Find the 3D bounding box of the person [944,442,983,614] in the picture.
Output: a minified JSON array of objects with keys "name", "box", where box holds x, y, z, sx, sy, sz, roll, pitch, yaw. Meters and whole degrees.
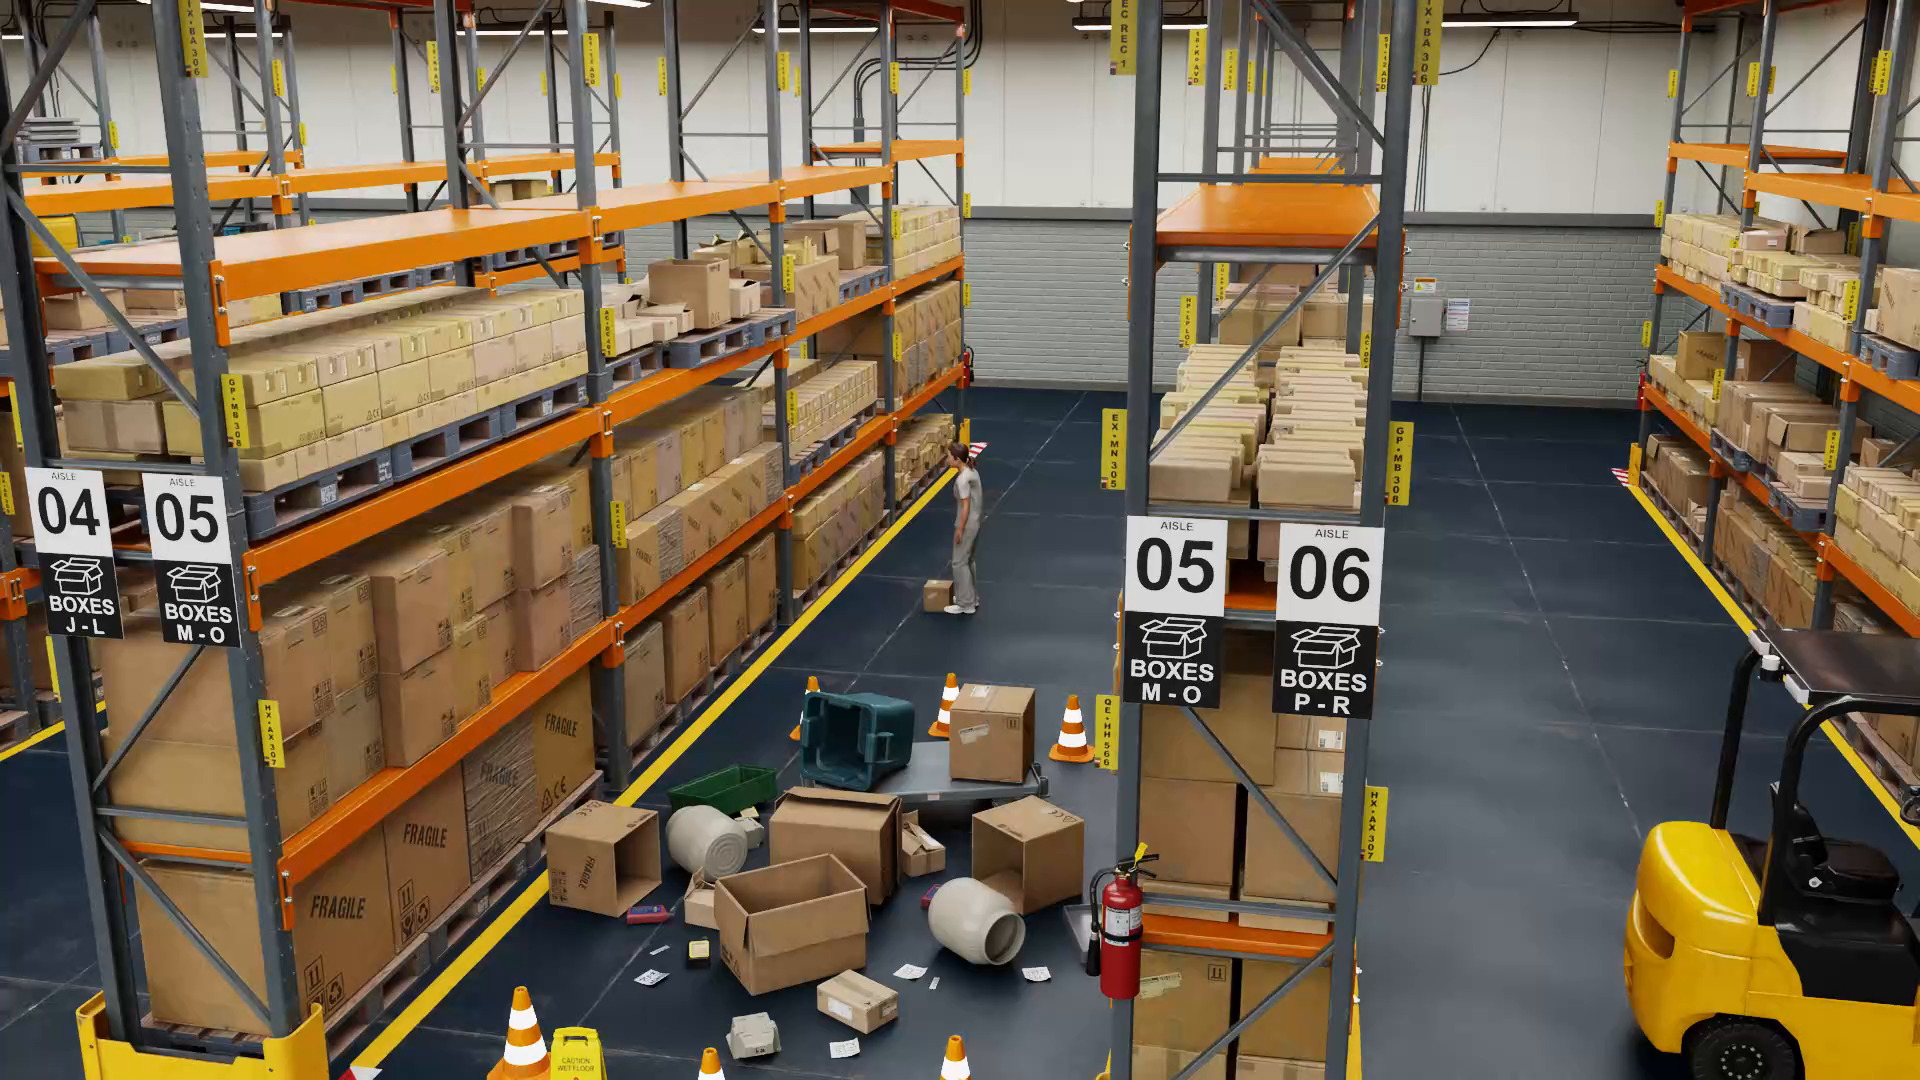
[{"name":"person","box":[0.037,-0.129,16.008,0.363,1.671,0.509,2,15,8]}]
